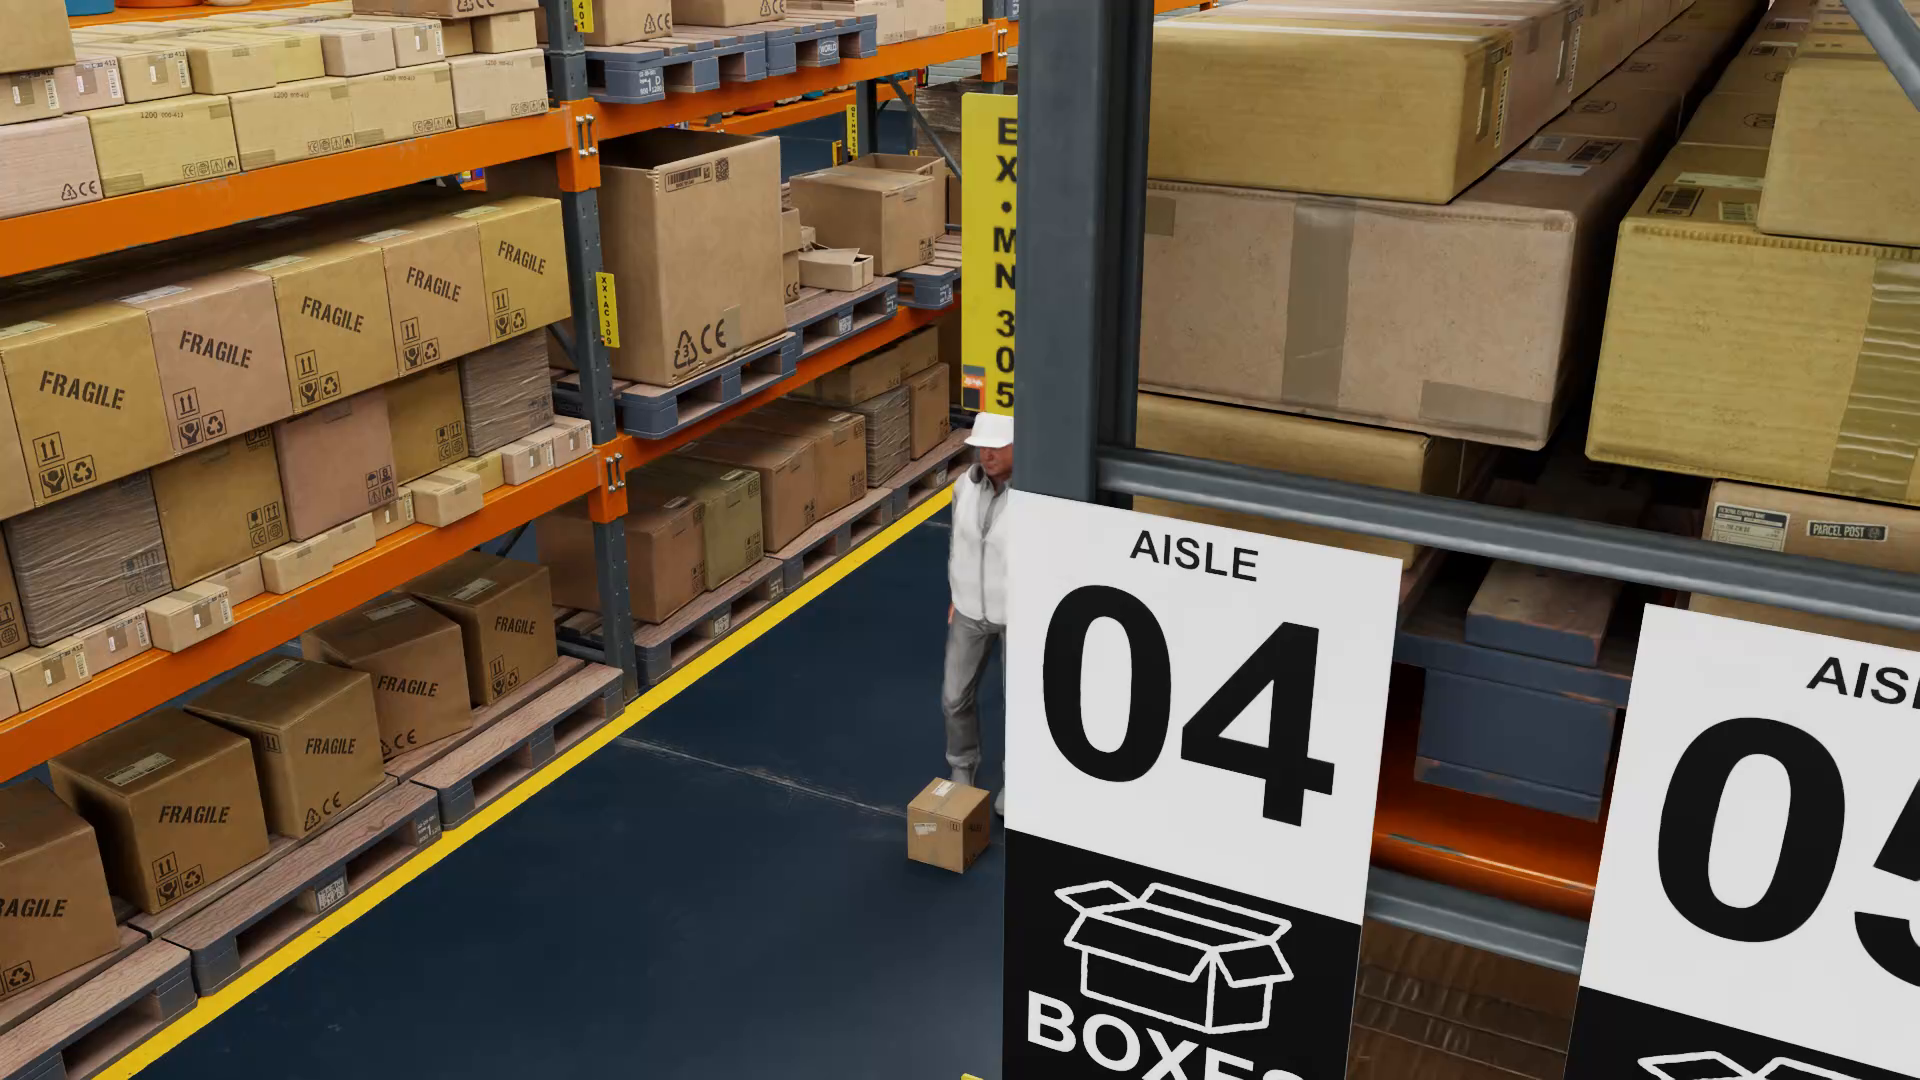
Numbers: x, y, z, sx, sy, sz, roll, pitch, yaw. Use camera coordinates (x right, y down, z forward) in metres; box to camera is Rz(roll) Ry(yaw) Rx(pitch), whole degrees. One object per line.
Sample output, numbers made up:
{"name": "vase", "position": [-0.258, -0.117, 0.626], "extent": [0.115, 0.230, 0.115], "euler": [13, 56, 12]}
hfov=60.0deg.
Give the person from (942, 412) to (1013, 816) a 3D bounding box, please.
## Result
{"name": "person", "position": [0.185, 0.298, 6.854], "extent": [0.575, 1.800, 0.372], "euler": [11, 25, 25]}
